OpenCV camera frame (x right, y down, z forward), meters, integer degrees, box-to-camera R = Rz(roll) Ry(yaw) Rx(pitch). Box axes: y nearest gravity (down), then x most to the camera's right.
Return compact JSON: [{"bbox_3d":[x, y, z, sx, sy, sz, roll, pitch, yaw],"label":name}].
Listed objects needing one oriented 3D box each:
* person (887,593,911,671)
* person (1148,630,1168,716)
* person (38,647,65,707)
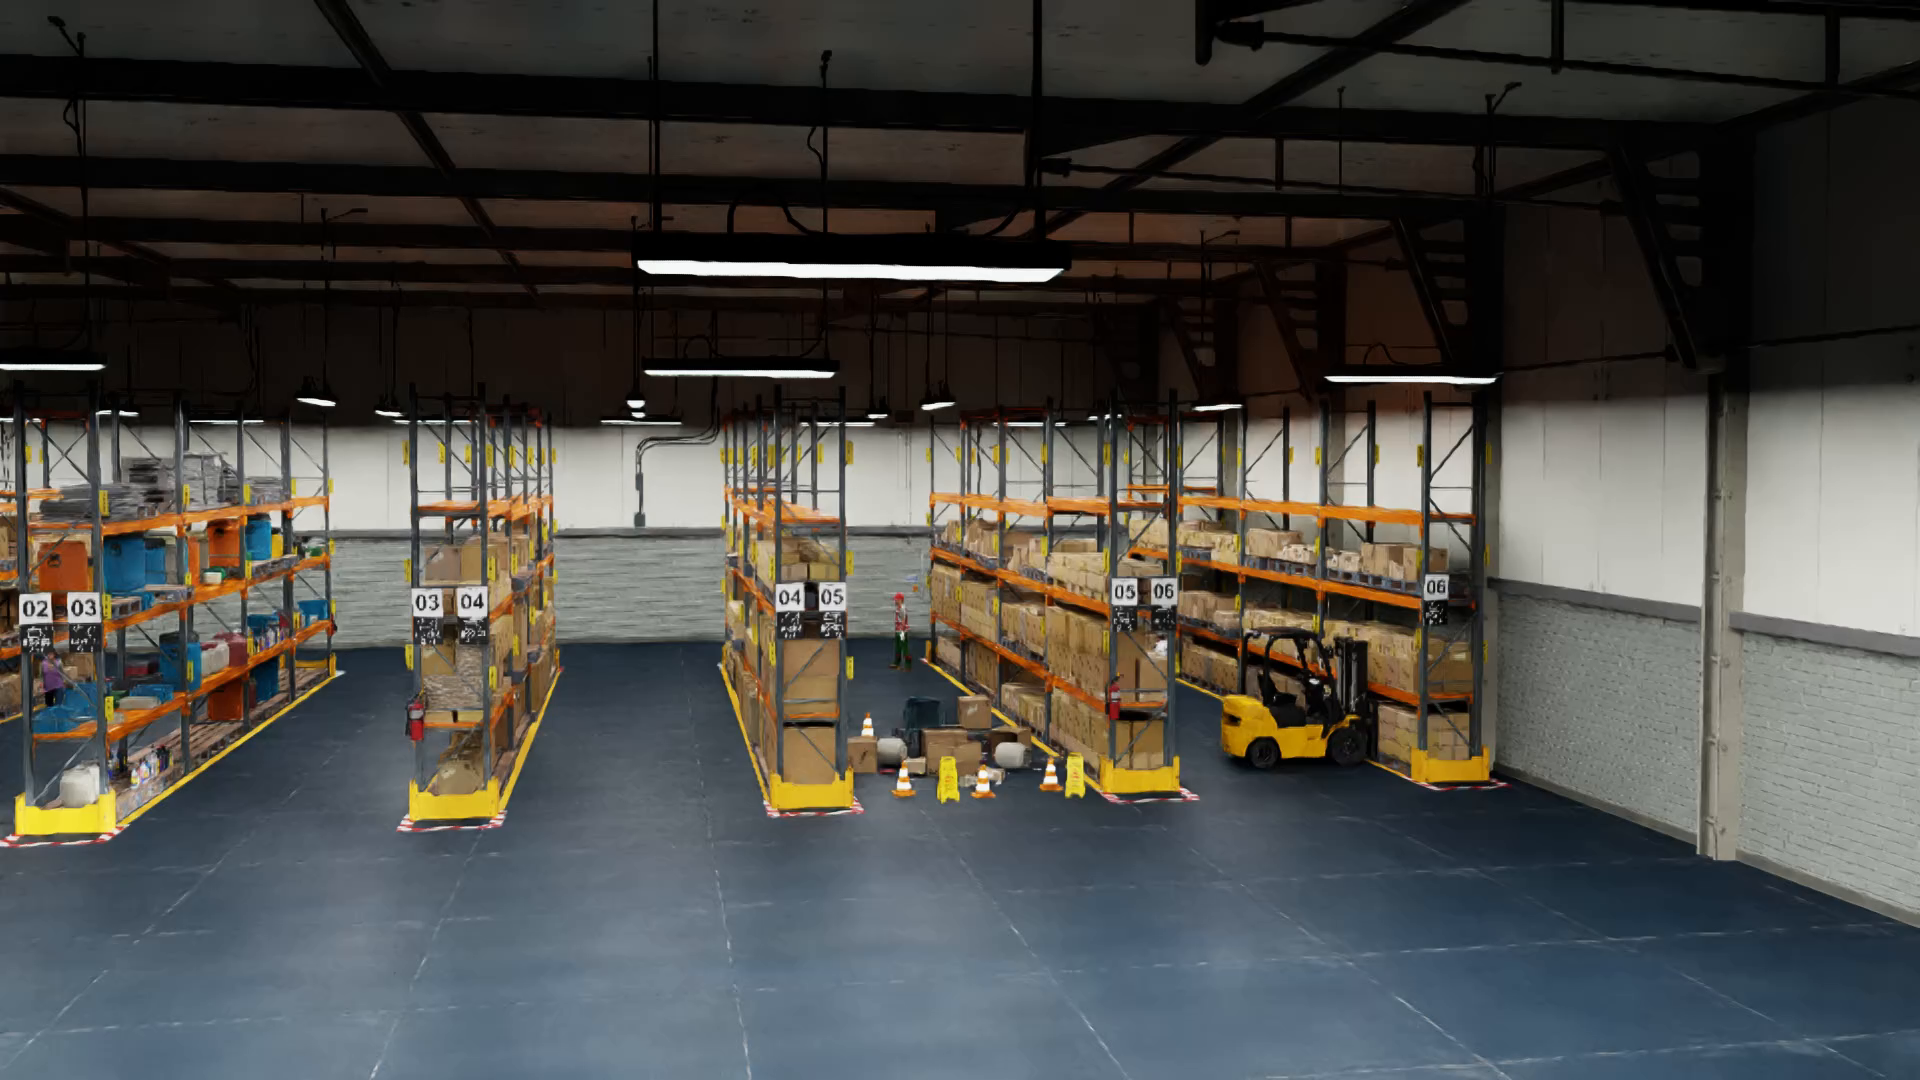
[{"bbox_3d":[-1.428,2.125,38.751,0.524,1.787,0.752,-1,3,-13],"label":"person"},{"bbox_3d":[3.870,2.536,32.086,0.541,1.657,0.592,1,3,18],"label":"person"},{"bbox_3d":[-16.482,2.691,30.186,0.412,1.533,0.950,-1,3,-18],"label":"person"}]
